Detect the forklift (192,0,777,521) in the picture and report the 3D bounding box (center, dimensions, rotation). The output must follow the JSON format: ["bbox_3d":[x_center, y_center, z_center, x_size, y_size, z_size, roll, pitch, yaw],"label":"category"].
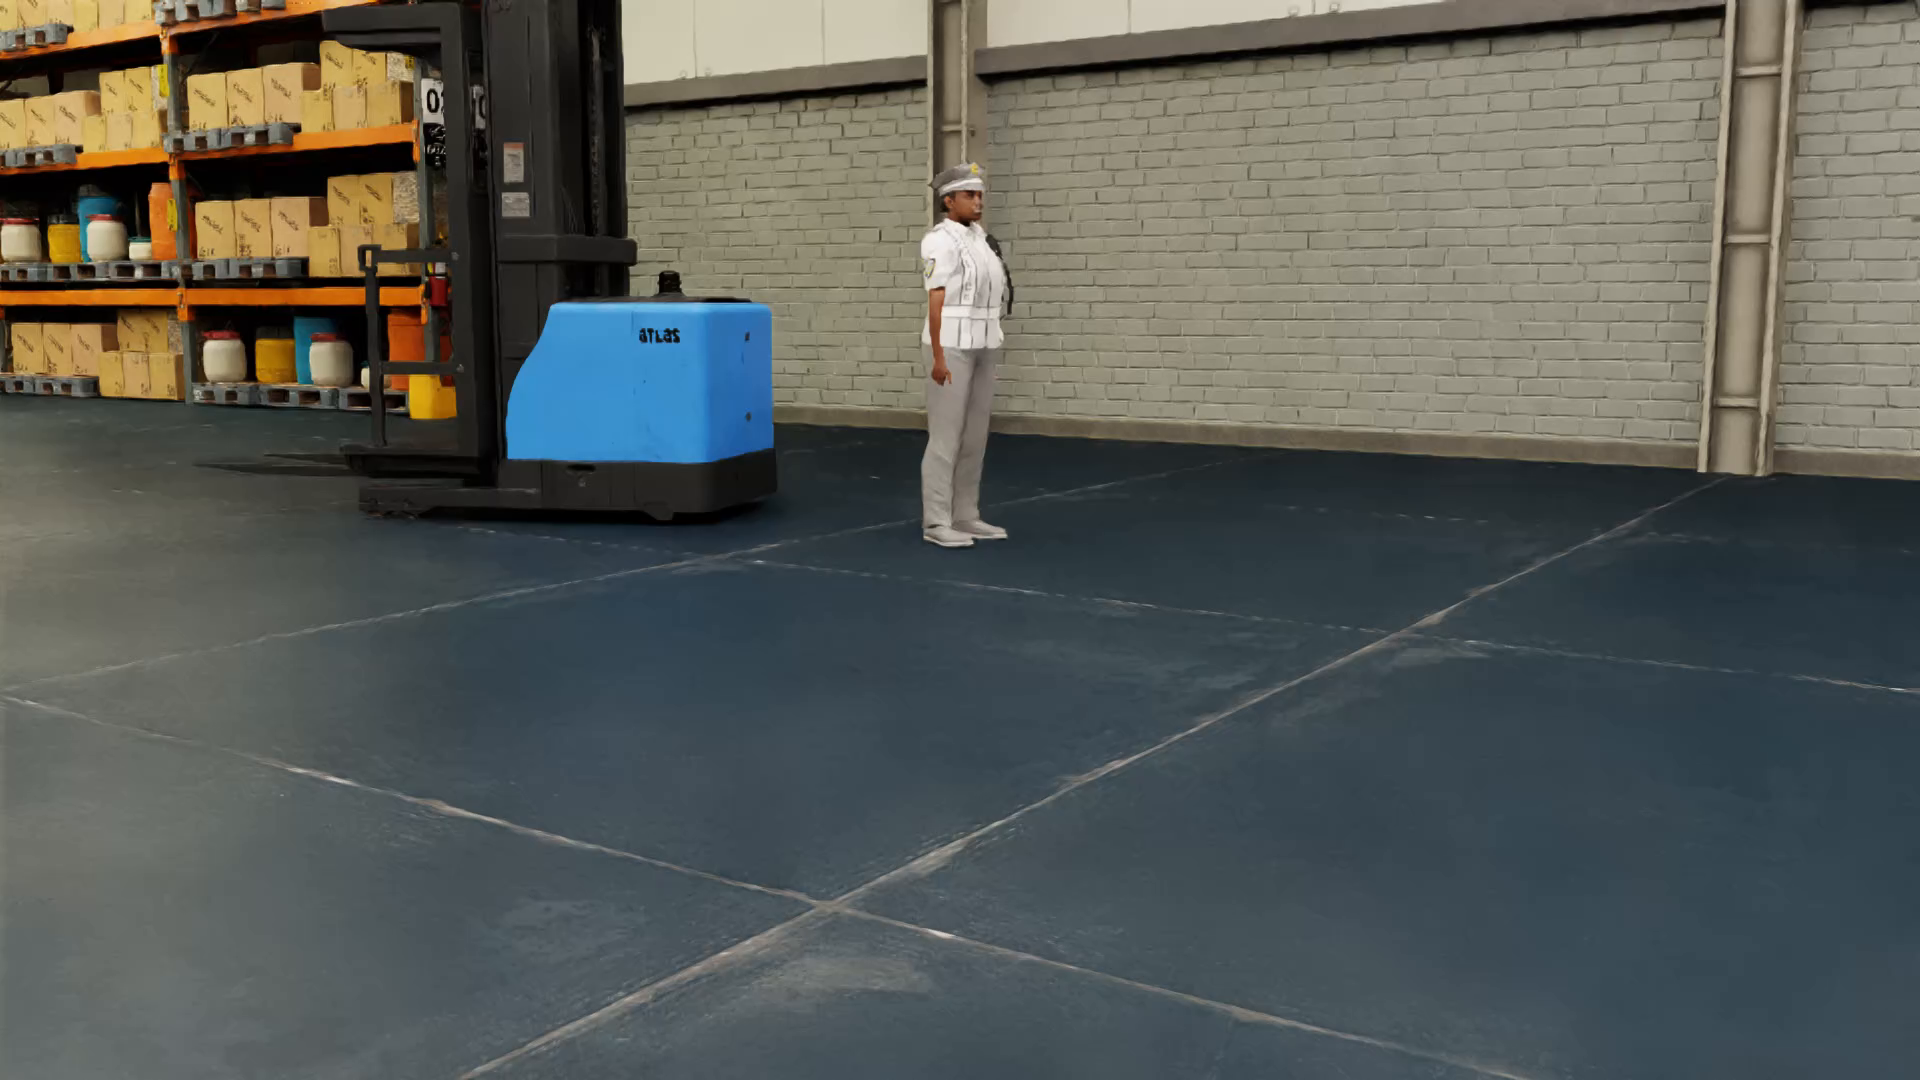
[{"bbox_3d":[-2.557,-1.631,8.665,3.031,2.935,1.130,2,8,14],"label":"forklift"}]

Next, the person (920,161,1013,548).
[{"bbox_3d":[0.013,-0.830,7.468,0.338,1.688,0.446,5,10,34],"label":"person"}]
